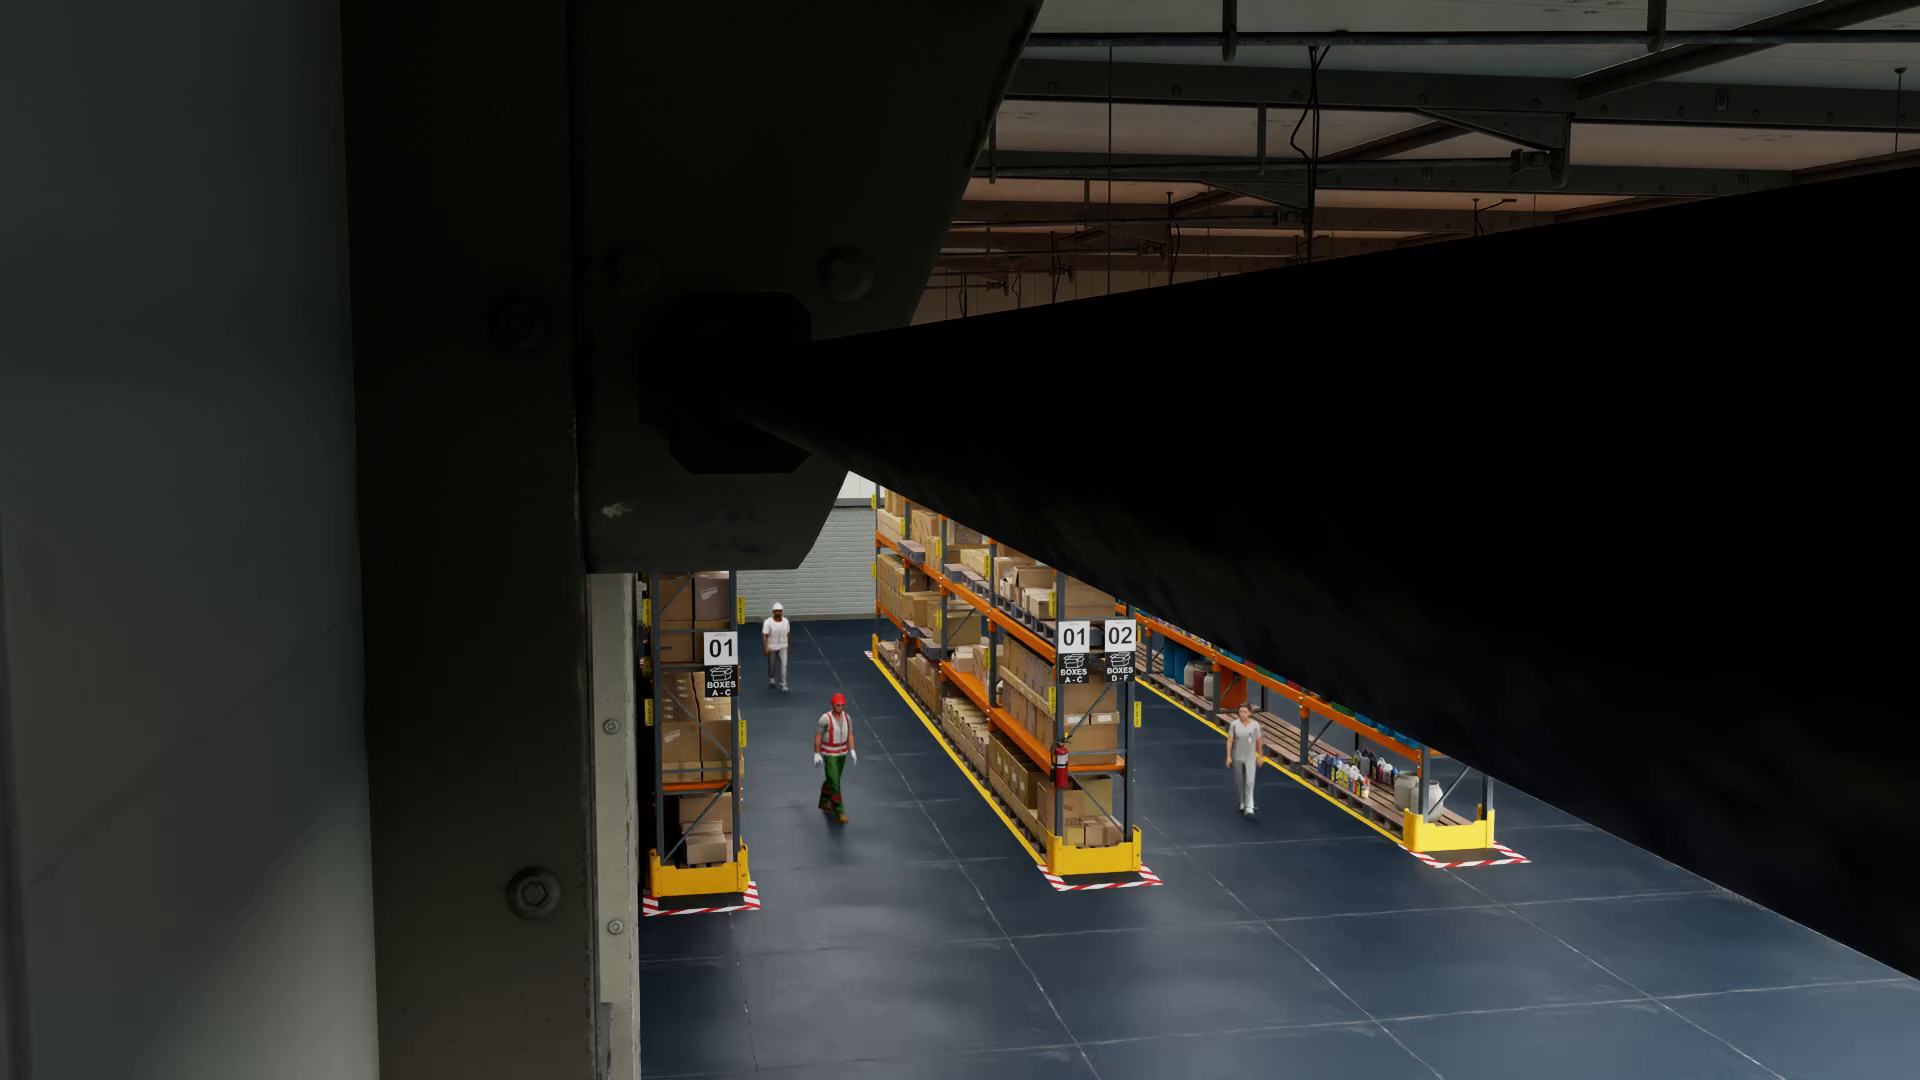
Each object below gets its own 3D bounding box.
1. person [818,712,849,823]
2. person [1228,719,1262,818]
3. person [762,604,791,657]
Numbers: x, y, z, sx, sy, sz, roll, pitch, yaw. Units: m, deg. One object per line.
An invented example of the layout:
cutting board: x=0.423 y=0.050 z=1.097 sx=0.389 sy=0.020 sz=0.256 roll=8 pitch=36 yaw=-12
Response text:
person: x=-1.752 y=3.165 z=23.462 sx=0.491 sy=1.467 sz=0.945 roll=-6 pitch=8 yaw=-44
person: x=4.008 y=3.227 z=23.510 sx=0.486 sy=1.352 sz=1.052 roll=2 pitch=6 yaw=20
person: x=-3.599 y=1.798 z=32.724 sx=0.594 sy=1.075 sz=0.516 roll=-2 pitch=6 yaw=-14
